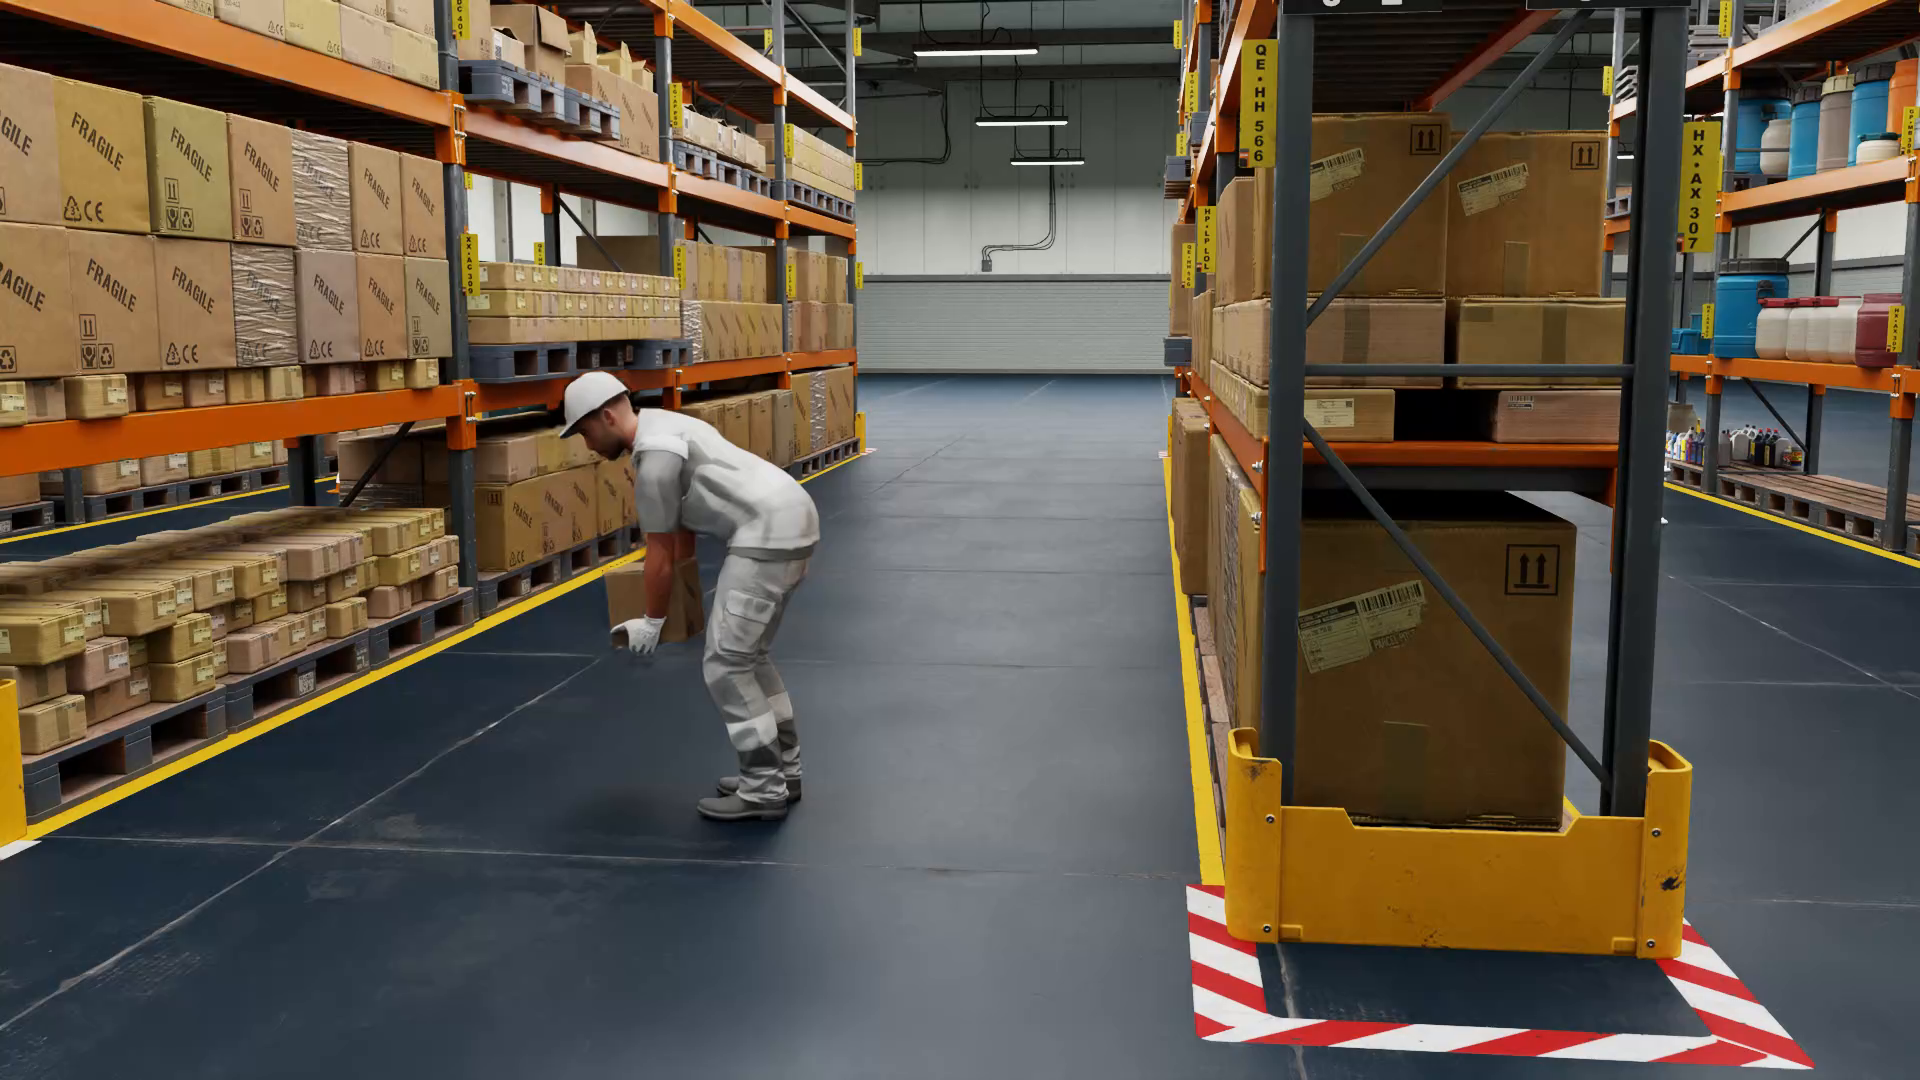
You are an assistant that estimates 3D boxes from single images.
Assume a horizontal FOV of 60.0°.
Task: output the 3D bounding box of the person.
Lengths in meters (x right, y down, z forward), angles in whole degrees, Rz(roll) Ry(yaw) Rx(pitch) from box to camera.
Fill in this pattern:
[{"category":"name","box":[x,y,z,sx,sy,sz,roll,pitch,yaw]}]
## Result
[{"category":"person","box":[-0.898,0.174,5.576,0.858,1.472,0.482,1,8,5]}]
